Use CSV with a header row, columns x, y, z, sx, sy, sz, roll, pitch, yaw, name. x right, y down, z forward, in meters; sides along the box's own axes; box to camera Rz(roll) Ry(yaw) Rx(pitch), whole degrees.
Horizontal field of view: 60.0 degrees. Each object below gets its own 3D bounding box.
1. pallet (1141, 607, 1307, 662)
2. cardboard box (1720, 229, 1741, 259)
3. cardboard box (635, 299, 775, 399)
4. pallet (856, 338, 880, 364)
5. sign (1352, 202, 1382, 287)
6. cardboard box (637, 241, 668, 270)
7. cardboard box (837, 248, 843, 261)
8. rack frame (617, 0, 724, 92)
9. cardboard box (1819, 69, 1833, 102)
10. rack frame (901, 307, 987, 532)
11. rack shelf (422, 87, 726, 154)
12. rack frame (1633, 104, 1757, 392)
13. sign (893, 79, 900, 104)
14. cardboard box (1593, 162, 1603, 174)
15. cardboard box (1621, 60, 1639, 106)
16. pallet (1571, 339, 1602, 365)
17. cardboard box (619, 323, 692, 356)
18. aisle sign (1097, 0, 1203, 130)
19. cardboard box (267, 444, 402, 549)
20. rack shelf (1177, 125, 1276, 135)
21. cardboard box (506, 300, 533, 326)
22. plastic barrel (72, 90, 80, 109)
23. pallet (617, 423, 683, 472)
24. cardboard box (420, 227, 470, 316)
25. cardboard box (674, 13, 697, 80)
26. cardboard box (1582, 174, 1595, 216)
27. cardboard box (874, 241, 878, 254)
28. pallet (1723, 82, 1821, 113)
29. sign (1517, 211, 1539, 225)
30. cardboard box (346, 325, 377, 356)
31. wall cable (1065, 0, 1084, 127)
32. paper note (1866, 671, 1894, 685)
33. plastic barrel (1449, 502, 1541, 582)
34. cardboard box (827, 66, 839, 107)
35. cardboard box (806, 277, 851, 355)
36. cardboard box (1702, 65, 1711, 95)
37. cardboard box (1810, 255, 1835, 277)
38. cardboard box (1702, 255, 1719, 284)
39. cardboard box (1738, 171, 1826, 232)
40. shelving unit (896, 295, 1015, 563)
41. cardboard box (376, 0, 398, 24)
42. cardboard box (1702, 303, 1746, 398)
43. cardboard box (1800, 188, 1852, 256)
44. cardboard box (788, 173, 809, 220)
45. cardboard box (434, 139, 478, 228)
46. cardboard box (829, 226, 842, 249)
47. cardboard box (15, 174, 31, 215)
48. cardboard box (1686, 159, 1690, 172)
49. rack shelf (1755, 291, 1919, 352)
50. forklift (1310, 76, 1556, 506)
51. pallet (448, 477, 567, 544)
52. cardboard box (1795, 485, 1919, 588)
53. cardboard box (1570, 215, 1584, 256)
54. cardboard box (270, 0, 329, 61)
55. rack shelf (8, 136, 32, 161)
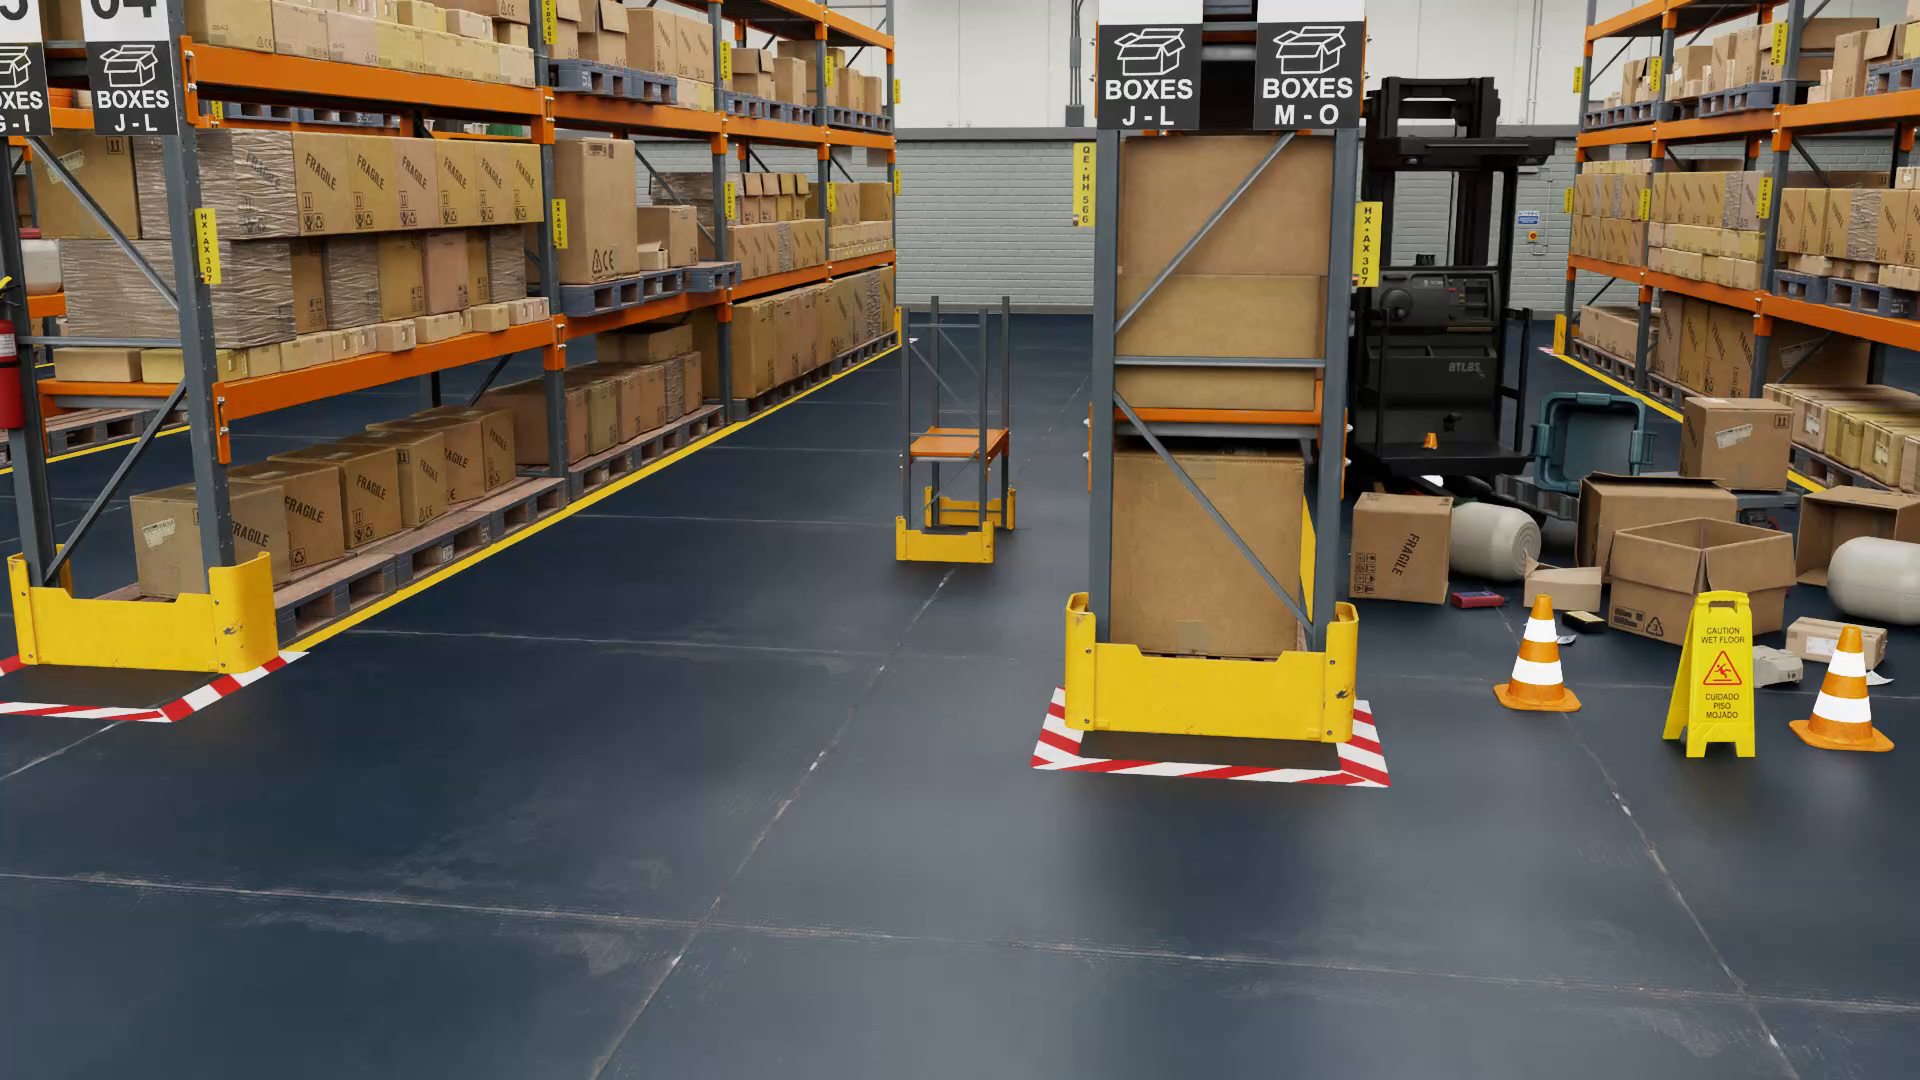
x,y,z,sx,sy,sz,roll,pitch,yaw,name
1.080,0.488,7.730,1.003,0.211,1.213,2,12,9,pallet
7.070,-2.620,14.698,0.500,0.250,0.500,2,12,7,cardboard box
-2.494,-1.863,16.066,1.225,0.875,0.875,1,12,6,cardboard box
-1.626,-2.434,21.285,1.003,0.211,1.213,2,12,9,pallet
1.582,-1.149,6.464,0.100,0.325,0.005,2,12,9,sign
-2.610,-2.337,13.542,0.396,0.266,0.258,2,12,7,cardboard box
-1.591,-3.369,19.603,0.380,0.149,0.250,1,12,7,cardboard box
-2.621,-5.486,14.591,1.000,3.000,0.127,2,12,9,rack frame
6.916,-3.520,12.906,0.396,0.266,0.258,2,12,9,cardboard box
-0.091,-0.610,9.762,0.500,1.500,0.032,2,12,9,rack frame
-2.928,-3.252,13.051,1.077,0.370,4.000,2,12,9,rack shelf
7.787,-3.065,17.597,1.000,3.000,0.127,2,12,9,rack frame
-0.856,-6.059,22.455,0.100,0.325,0.005,2,12,9,sign
7.928,-4.525,20.220,0.380,0.149,0.250,1,12,7,cardboard box
7.944,-5.253,19.155,0.500,0.500,0.500,2,12,10,cardboard box
8.356,-2.366,20.970,1.003,0.211,1.213,2,12,9,pallet
-2.694,-1.773,14.709,0.500,0.250,0.500,2,12,11,cardboard box
0.727,-1.972,6.355,0.394,0.787,0.004,2,12,9,aisle sign
-3.565,-0.256,9.500,0.500,0.500,0.500,3,13,14,cardboard box
2.572,-3.903,16.071,1.077,0.370,4.000,2,12,9,rack shelf
-3.026,-1.492,10.894,0.380,0.149,0.250,2,12,9,cardboard box
-7.855,-4.262,14.838,0.600,0.901,0.600,0,12,0,plastic barrel
-2.932,-0.775,13.587,1.003,0.211,1.213,2,12,9,pallet
-3.455,-1.613,9.916,0.875,0.500,0.500,2,12,9,cardboard box
-2.515,-4.099,13.849,0.500,0.500,0.500,2,12,9,cardboard box
7.974,-4.237,20.424,0.500,0.500,0.500,2,12,7,cardboard box
-1.275,-3.799,21.597,0.380,0.149,0.250,2,12,7,cardboard box
7.218,-3.742,14.067,1.213,0.211,1.003,2,12,11,pallet
9.208,-5.219,26.949,0.327,0.218,0.001,2,12,9,sign
-3.386,-1.078,8.970,0.380,0.149,0.250,2,12,9,cardboard box
2.885,-9.790,26.923,2.277,5.999,0.120,2,12,9,wall cable
4.120,0.623,7.531,0.148,0.019,0.142,-2,12,-11,paper note
2.991,0.006,9.461,0.421,0.421,0.512,-10,16,-40,plastic barrel
-1.857,-5.432,19.989,0.700,0.500,0.500,3,12,12,cardboard box
-1.825,-2.688,19.892,0.875,0.875,0.875,2,12,9,cardboard box
7.160,-4.302,15.539,0.396,0.266,0.258,3,13,13,cardboard box
6.711,-2.084,12.641,0.380,0.149,0.250,2,12,9,cardboard box
7.149,-2.484,15.256,0.500,0.250,0.500,2,12,8,cardboard box
6.993,-2.886,14.156,0.500,0.500,0.500,2,12,7,cardboard box
-0.012,-0.717,10.262,0.587,1.500,1.083,2,12,9,shelving unit
-3.326,-2.904,9.139,0.380,0.149,0.250,1,12,7,cardboard box
7.501,-1.726,15.428,0.875,0.875,0.875,2,12,9,cardboard box
6.801,-2.437,12.743,0.500,0.500,0.500,3,12,12,cardboard box
-2.095,-3.792,18.352,0.797,0.503,0.637,2,12,7,cardboard box
-3.186,-2.093,9.770,0.500,0.500,0.500,2,12,9,cardboard box
-1.674,-3.548,19.486,0.500,0.250,0.500,2,12,8,cardboard box
-11.443,-4.335,20.877,0.500,0.500,0.500,2,12,10,cardboard box
7.667,-4.046,17.996,0.380,0.149,0.250,2,12,10,cardboard box
6.864,-1.465,11.877,1.077,0.370,4.000,2,12,9,rack shelf
3.398,-1.749,11.651,1.130,2.935,3.031,-1,12,-3,forklift
-3.304,-0.217,10.999,1.003,0.211,1.213,2,12,9,pallet
5.047,0.000,9.302,0.500,0.500,0.500,-10,16,-40,cardboard box
8.044,-3.856,21.030,0.500,0.500,0.500,2,12,8,cardboard box
-3.448,-2.481,8.121,0.500,0.250,0.500,2,12,7,cardboard box
-12.101,-4.406,18.408,1.077,0.370,4.000,2,12,9,rack shelf
